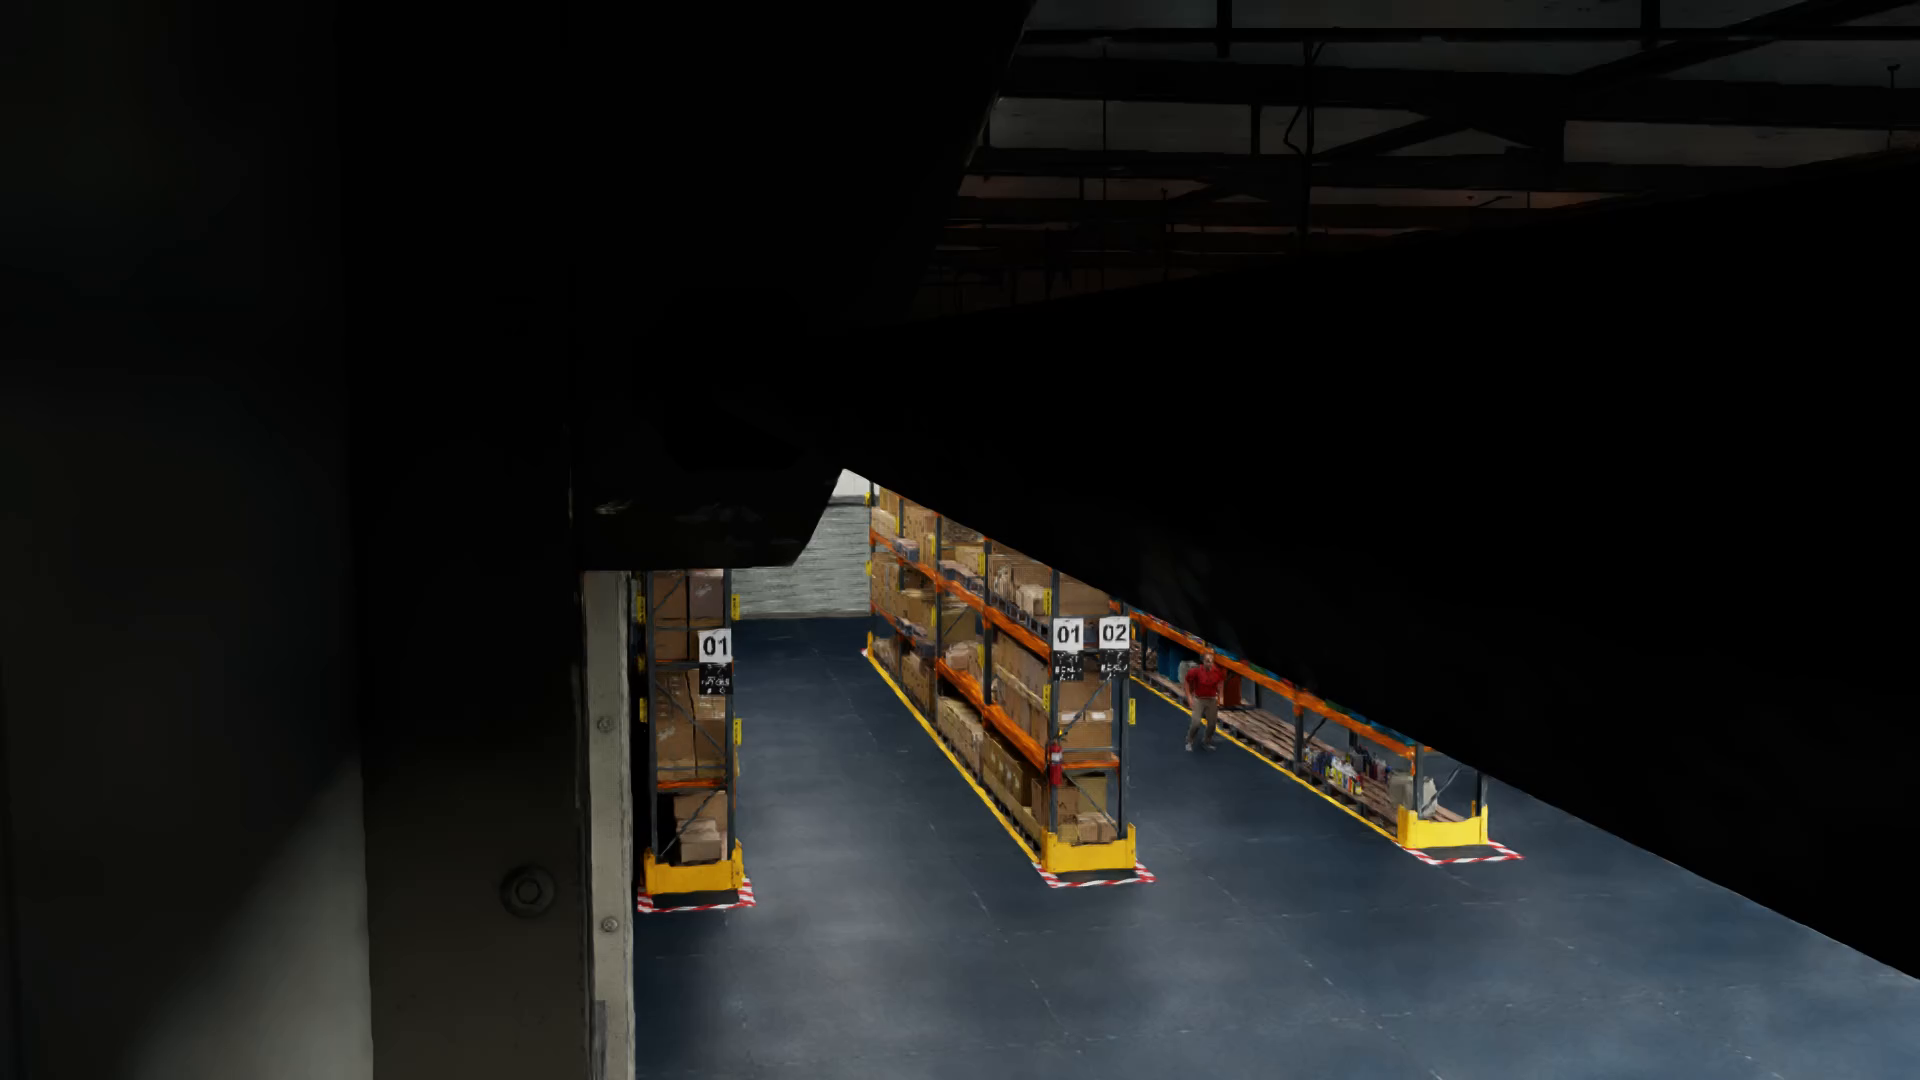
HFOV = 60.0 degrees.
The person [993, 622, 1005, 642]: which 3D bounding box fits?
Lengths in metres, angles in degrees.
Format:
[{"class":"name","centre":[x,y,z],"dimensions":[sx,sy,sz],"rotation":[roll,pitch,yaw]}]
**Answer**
[{"class":"person","centre":[0.865,2.044,32.867],"dimensions":[0.600,1.716,1.111],"rotation":[-1,6,-12]}]

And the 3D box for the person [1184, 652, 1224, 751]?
[{"class":"person","centre":[4.010,2.653,27.329],"dimensions":[0.682,1.675,0.527],"rotation":[-1,6,-13]}]
